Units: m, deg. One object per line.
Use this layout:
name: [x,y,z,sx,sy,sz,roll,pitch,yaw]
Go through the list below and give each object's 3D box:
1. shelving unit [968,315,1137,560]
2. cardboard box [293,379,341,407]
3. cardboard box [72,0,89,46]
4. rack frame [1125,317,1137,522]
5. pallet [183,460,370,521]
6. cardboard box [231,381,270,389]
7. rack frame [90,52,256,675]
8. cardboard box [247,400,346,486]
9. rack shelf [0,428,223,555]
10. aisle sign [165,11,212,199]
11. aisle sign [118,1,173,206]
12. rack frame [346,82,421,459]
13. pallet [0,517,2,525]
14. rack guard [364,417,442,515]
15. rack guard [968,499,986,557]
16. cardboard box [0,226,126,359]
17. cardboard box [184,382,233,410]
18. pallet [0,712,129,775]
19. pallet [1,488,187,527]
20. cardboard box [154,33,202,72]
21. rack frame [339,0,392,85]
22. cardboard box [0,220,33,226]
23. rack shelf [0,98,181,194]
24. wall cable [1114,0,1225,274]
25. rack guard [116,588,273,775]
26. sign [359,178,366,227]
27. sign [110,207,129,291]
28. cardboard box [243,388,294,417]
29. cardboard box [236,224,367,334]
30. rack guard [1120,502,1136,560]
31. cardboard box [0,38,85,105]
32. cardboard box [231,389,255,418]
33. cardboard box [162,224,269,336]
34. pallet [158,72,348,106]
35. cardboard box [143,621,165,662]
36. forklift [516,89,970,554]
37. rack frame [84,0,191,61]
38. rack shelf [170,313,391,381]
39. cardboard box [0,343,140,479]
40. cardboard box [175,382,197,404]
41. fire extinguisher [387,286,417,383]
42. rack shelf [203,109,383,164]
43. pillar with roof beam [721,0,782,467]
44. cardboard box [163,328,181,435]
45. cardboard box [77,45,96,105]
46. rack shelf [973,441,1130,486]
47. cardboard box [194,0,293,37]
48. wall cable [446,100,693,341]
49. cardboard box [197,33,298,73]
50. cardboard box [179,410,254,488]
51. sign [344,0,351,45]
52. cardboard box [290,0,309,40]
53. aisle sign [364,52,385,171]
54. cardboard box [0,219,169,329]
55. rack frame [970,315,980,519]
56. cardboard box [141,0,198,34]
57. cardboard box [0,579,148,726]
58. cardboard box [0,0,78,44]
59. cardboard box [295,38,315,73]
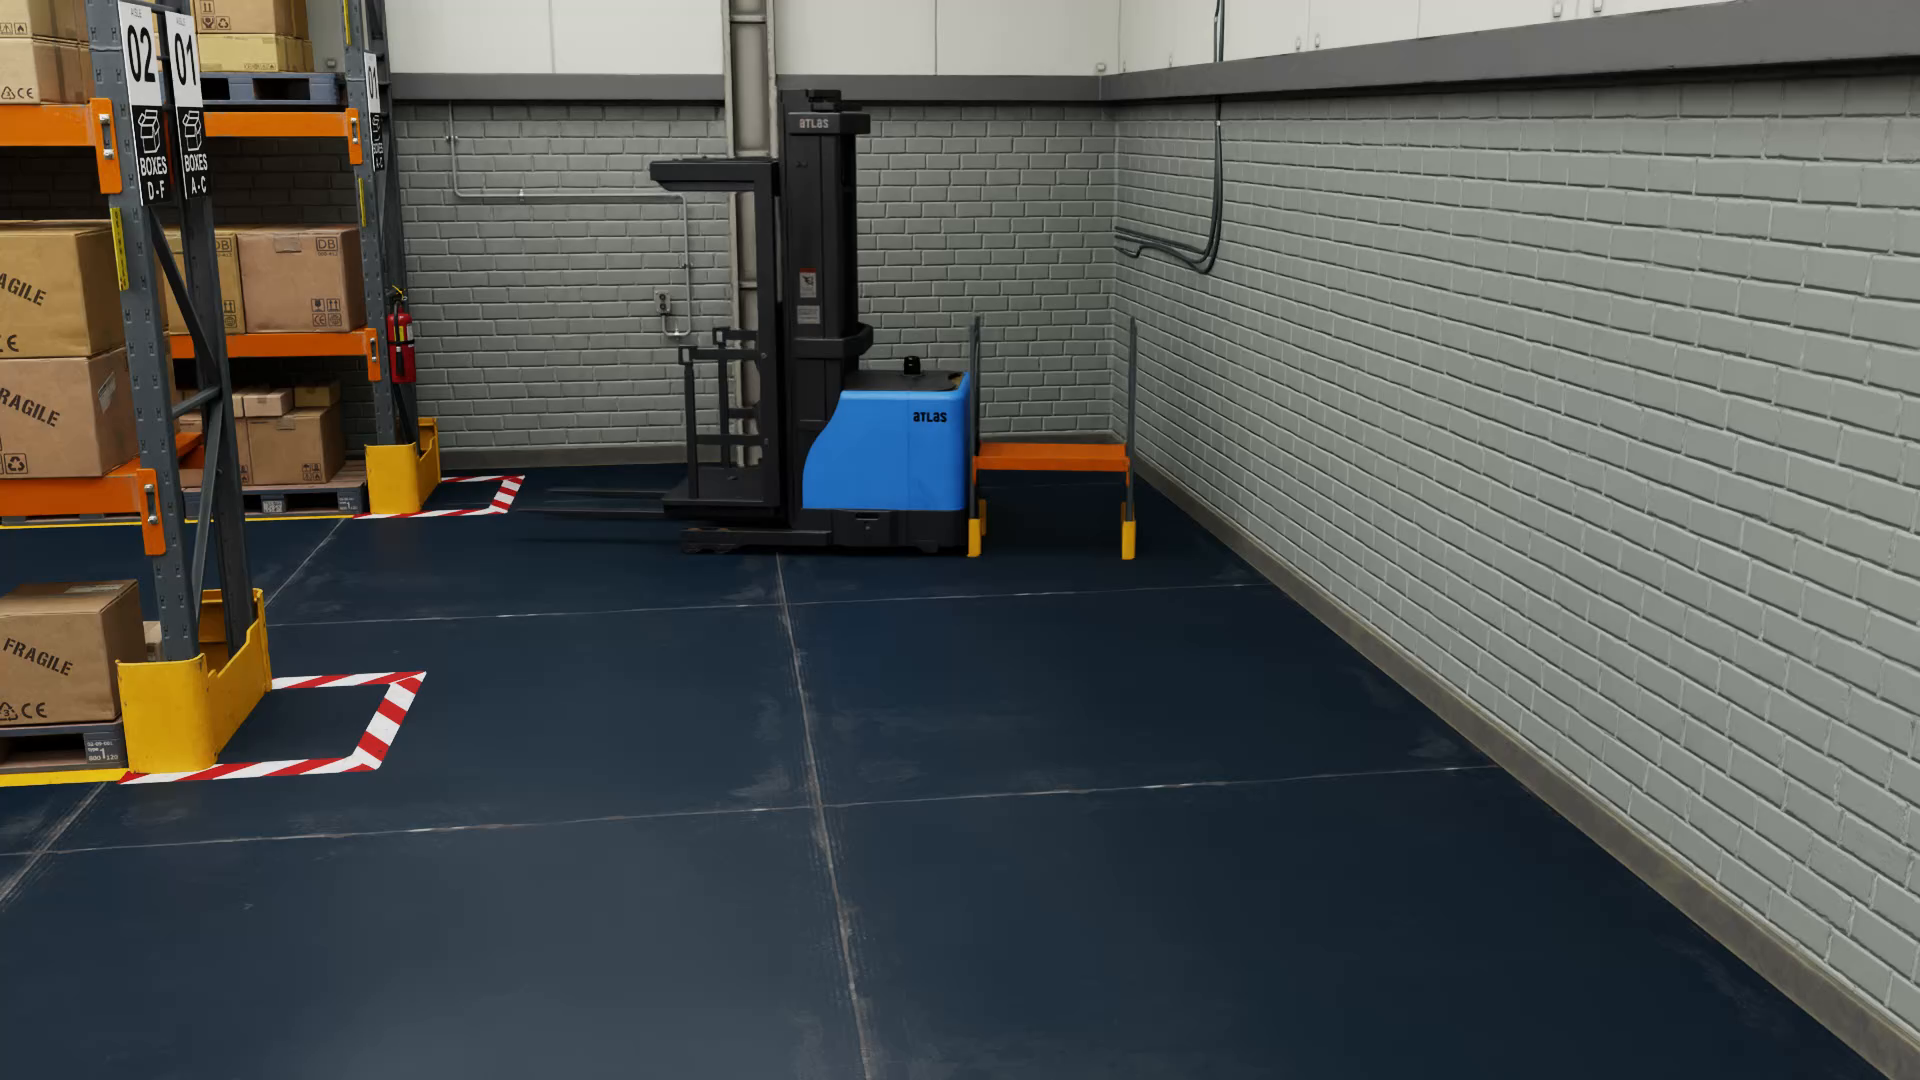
shelving unit: [0.613,-0.681,10.854,1.083,1.500,0.587,1,14,4]
cardboard box: [-4.769,-1.090,12.344,0.250,0.149,0.380,-2,14,-8]
cardboard box: [-3.990,-2.258,7.174,0.500,0.250,0.500,-2,14,-8]
rack frame: [1.111,-0.672,10.817,0.032,1.500,0.500,1,14,4]
pallet: [-4.964,-0.381,12.305,1.213,0.211,1.003,-2,14,-8]
cardboard box: [-5.269,-1.071,12.270,0.250,0.149,0.380,-2,14,-8]
rack frame: [-3.443,-0.589,7.406,0.127,3.000,1.000,-2,14,-8]
cardboard box: [-4.862,-0.723,12.213,0.500,0.500,0.700,-2,14,-8]
rack shelf: [-5.421,-0.168,7.205,4.000,0.370,1.077,-2,14,-8]
aisle sign: [-3.420,-1.924,7.381,0.004,0.787,0.394,-2,14,-8]
aisle sign: [-3.330,-1.779,6.806,0.004,0.787,0.394,-2,14,-8]
rack frame: [-4.185,-1.781,12.157,0.127,3.000,1.000,-2,14,-8]
pallet: [-7.377,-0.292,11.953,1.213,0.211,1.003,-2,14,-8]
rack guard: [-4.161,-0.569,12.464,0.348,0.500,1.175,-2,14,-8]
rack guard: [0.116,-0.084,11.042,0.087,0.250,0.587,1,14,4]
cardboard box: [-3.843,-1.041,6.944,0.500,0.500,0.500,-2,14,-9]
cardboard box: [-5.517,-1.062,12.234,0.250,0.149,0.380,-2,14,-8]
pallet: [-4.307,0.795,7.618,1.213,0.211,1.003,-2,14,-8]
pallet: [-6.168,-0.337,12.132,1.213,0.211,1.003,-2,14,-8]
cardboard box: [-5.384,-3.306,11.310,0.500,0.250,0.500,-3,14,-10]
rack frame: [-4.185,-4.691,11.427,0.127,3.000,1.000,-2,14,-8]
cardboard box: [-4.437,-1.150,7.378,0.500,0.500,0.500,-2,14,-8]
rack shelf: [-5.421,-1.623,6.840,4.000,0.370,1.077,-2,14,-8]
wall cable: [1.461,-3.304,12.279,0.112,2.526,3.097,-2,14,-8]
rack guard: [-3.519,0.626,7.699,0.348,0.500,1.175,-2,14,-8]
sign: [-4.118,-2.326,11.465,0.005,0.325,0.100,-2,14,-8]
sign: [-3.381,-1.170,6.691,0.005,0.325,0.100,-2,14,-8]
cardboard box: [-4.962,-0.989,11.940,0.250,0.149,0.380,-2,14,-9]
cardboard box: [-4.688,-1.906,12.037,0.700,0.700,0.980,-1,14,-6]
rack guard: [1.110,-0.065,10.969,0.087,0.250,0.587,1,14,4]
cardboard box: [-3.912,-1.890,6.732,0.500,0.250,0.500,-2,14,-8]
cardboard box: [-5.215,-0.979,11.903,0.250,0.149,0.380,-2,14,-7]
cardboard box: [-5.406,-1.876,11.921,0.700,0.700,0.980,-2,14,-9]
pallet: [-4.917,-3.163,11.685,1.213,0.211,1.003,-2,14,-8]
cardboard box: [-3.909,0.512,7.968,0.250,0.149,0.380,-2,14,-8]
forklift: [-1.429,-1.458,11.012,3.031,2.935,1.130,1,14,4]
rack frame: [-3.443,-3.499,6.676,0.127,3.000,1.000,-2,14,-8]
rack shelf: [-6.163,-1.359,11.955,4.000,0.370,1.077,-2,14,-8]
cardboard box: [-3.846,-0.556,7.068,0.500,0.500,0.500,-2,14,-7]
cardboard box: [-5.768,-1.053,12.196,0.250,0.149,0.380,-2,14,-8]
fire extinguisher: [-3.967,-1.457,11.791,0.183,0.674,0.296,-2,14,-8]
rack shelf: [-6.163,-2.814,11.590,4.000,0.370,1.077,-2,14,-8]
pillar with roof beam: [-1.003,-3.961,8.518,0.400,9.000,9.100,-2,14,-8]
cardboard box: [-3.922,-0.685,7.583,0.500,0.500,0.500,-2,14,-7]
cardboard box: [-3.989,-2.014,7.229,0.500,0.250,0.500,-2,14,-8]
rack shelf: [0.604,-0.507,10.898,1.000,0.185,0.538,1,14,4]
cardboard box: [-4.868,-3.687,11.288,0.500,0.500,0.500,-2,14,-8]
wall cable: [-3.060,-2.548,13.125,1.851,1.984,0.084,-2,14,-8]
cardboard box: [-4.870,-3.325,11.386,0.500,0.250,0.500,-2,14,-7]
cardboard box: [-5.357,-0.705,12.140,0.500,0.500,0.700,-2,14,-8]
sign: [-4.118,-3.496,11.171,0.005,0.325,0.100,-2,14,-8]
cardboard box: [-4.943,-3.811,11.782,0.500,0.500,0.500,-3,14,-10]
aisle sign: [-4.069,-2.972,11.563,0.004,0.787,0.394,-2,14,-8]
cardboard box: [-3.922,-1.170,7.461,0.500,0.500,0.500,-2,14,-7]
rack frame: [0.097,-0.690,10.892,0.032,1.500,0.500,1,14,4]
cardboard box: [-5.365,-3.671,11.226,0.500,0.500,0.500,-2,14,-7]
cardboard box: [-3.944,0.489,7.342,0.500,0.500,0.500,-2,14,-8]
cardboard box: [-3.914,-2.134,6.680,0.500,0.250,0.500,-2,14,-8]
cardboard box: [-4.944,-3.448,11.877,0.500,0.250,0.500,-1,14,-5]
